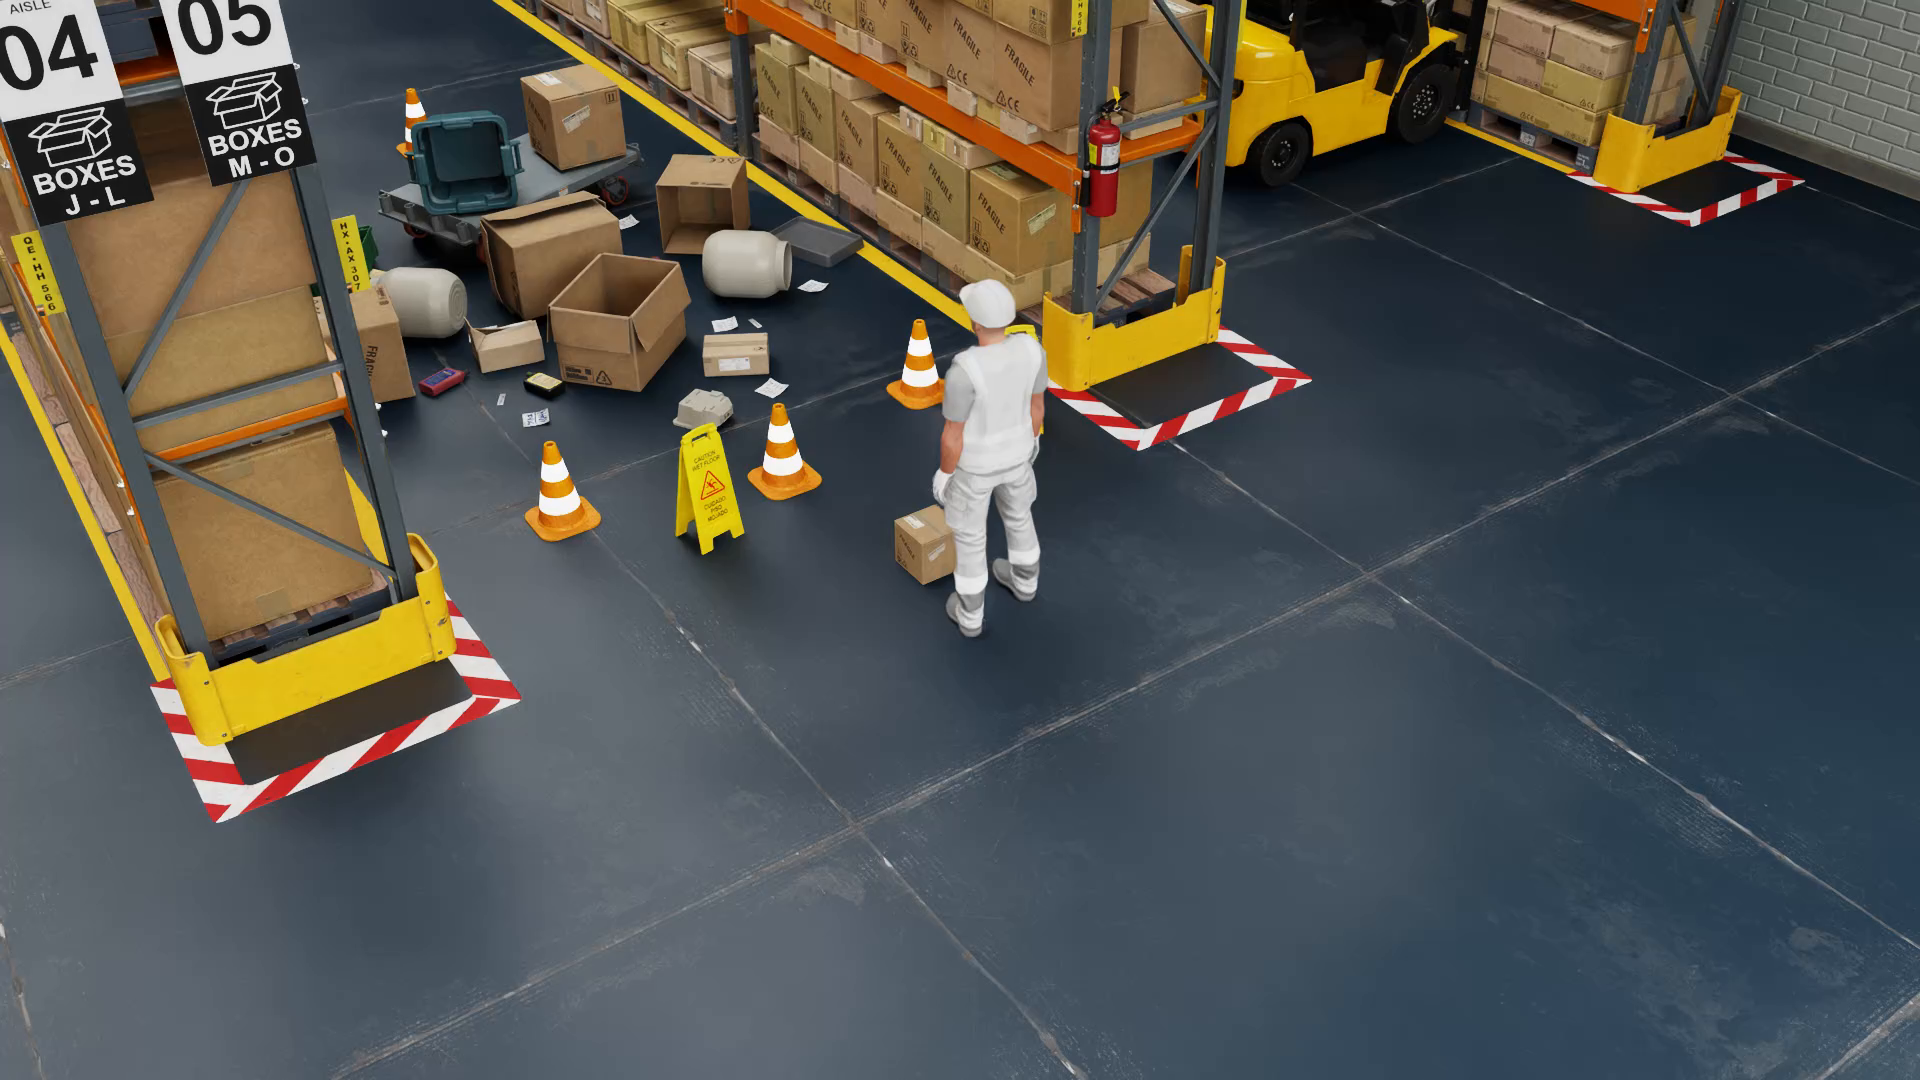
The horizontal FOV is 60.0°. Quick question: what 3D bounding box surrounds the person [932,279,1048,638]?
[{"bbox_3d":[0.104,-0.397,7.519,0.576,1.793,0.440,-18,40,-23],"label":"person"}]
